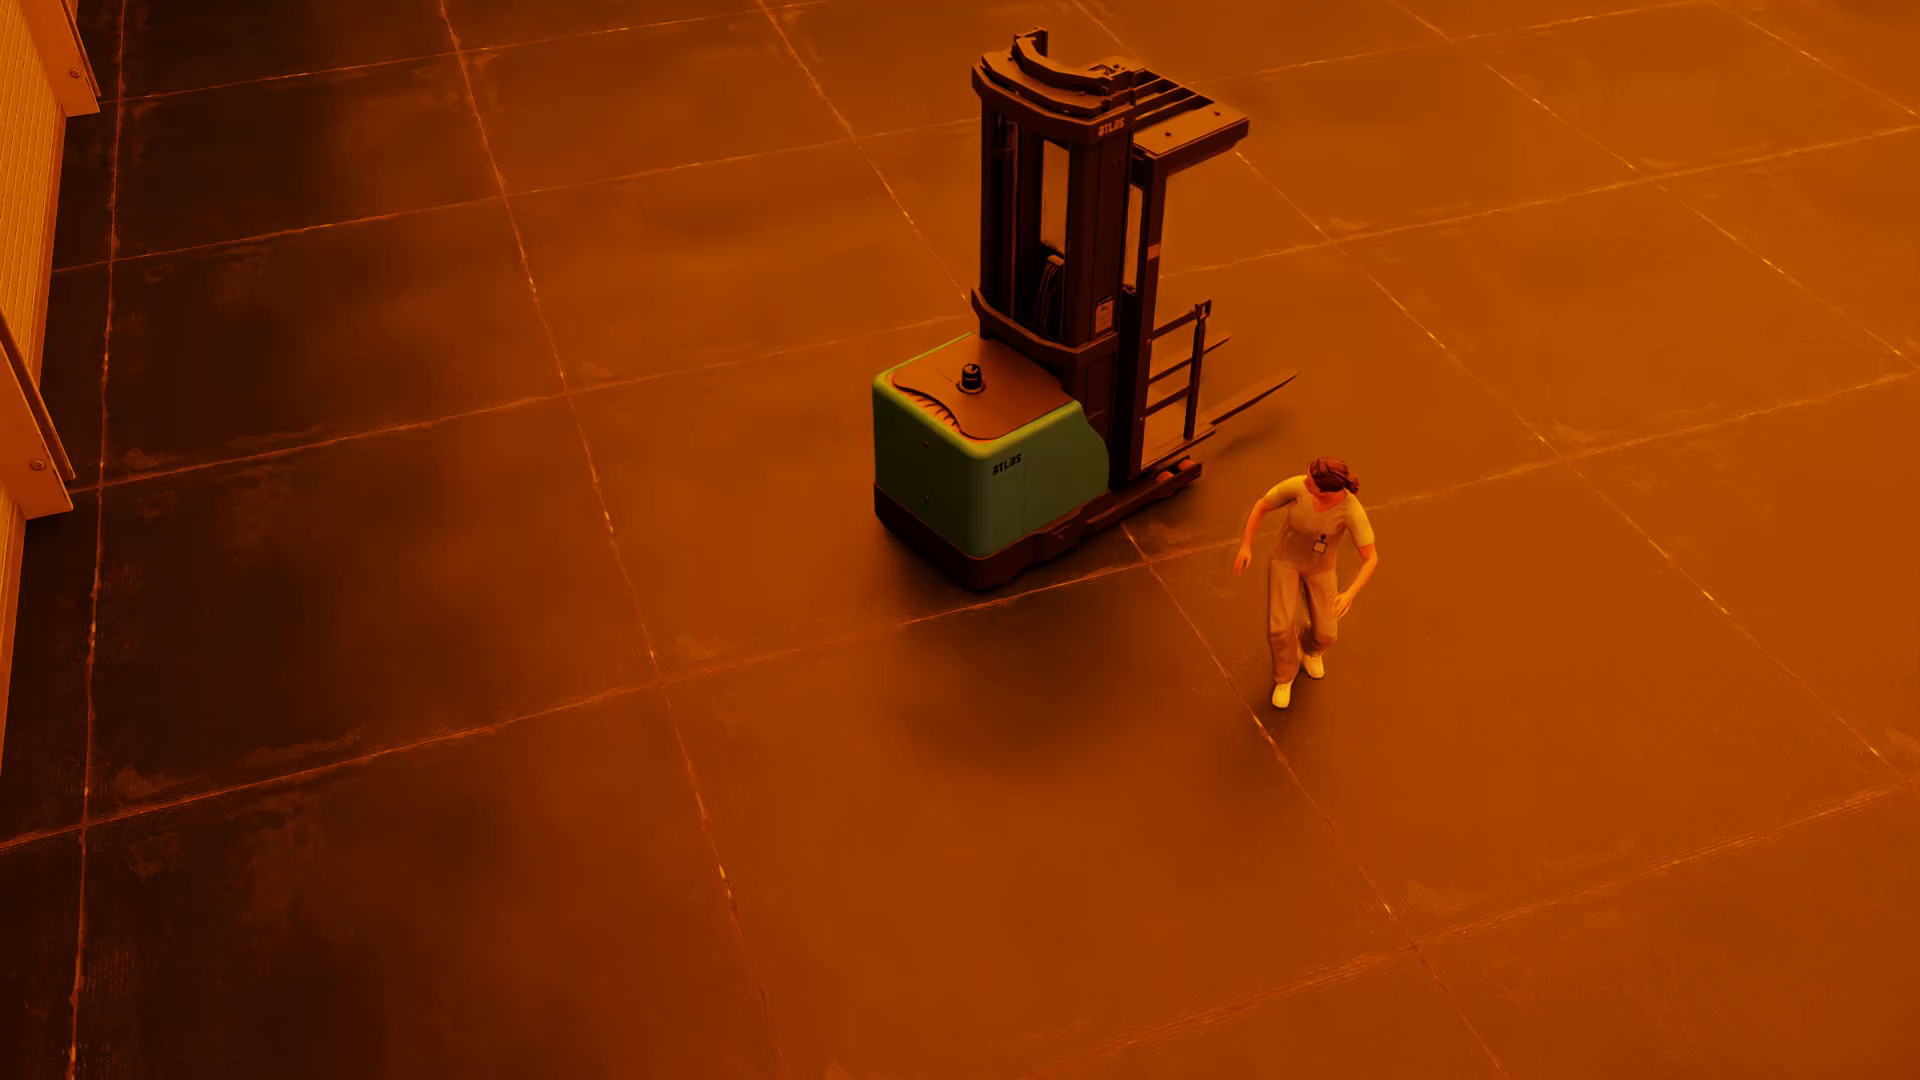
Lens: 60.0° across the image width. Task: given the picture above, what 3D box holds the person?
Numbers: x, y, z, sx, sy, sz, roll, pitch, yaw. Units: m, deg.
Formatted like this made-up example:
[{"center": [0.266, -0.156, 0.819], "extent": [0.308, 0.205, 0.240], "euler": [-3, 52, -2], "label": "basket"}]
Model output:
[{"center": [1.811, 0.211, 8.805], "extent": [0.718, 1.570, 0.698], "euler": [10, 41, 12], "label": "person"}]

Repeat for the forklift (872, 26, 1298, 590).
[{"center": [0.921, -1.628, 9.936], "extent": [3.031, 2.935, 1.130], "euler": [-28, 48, -29], "label": "forklift"}]
